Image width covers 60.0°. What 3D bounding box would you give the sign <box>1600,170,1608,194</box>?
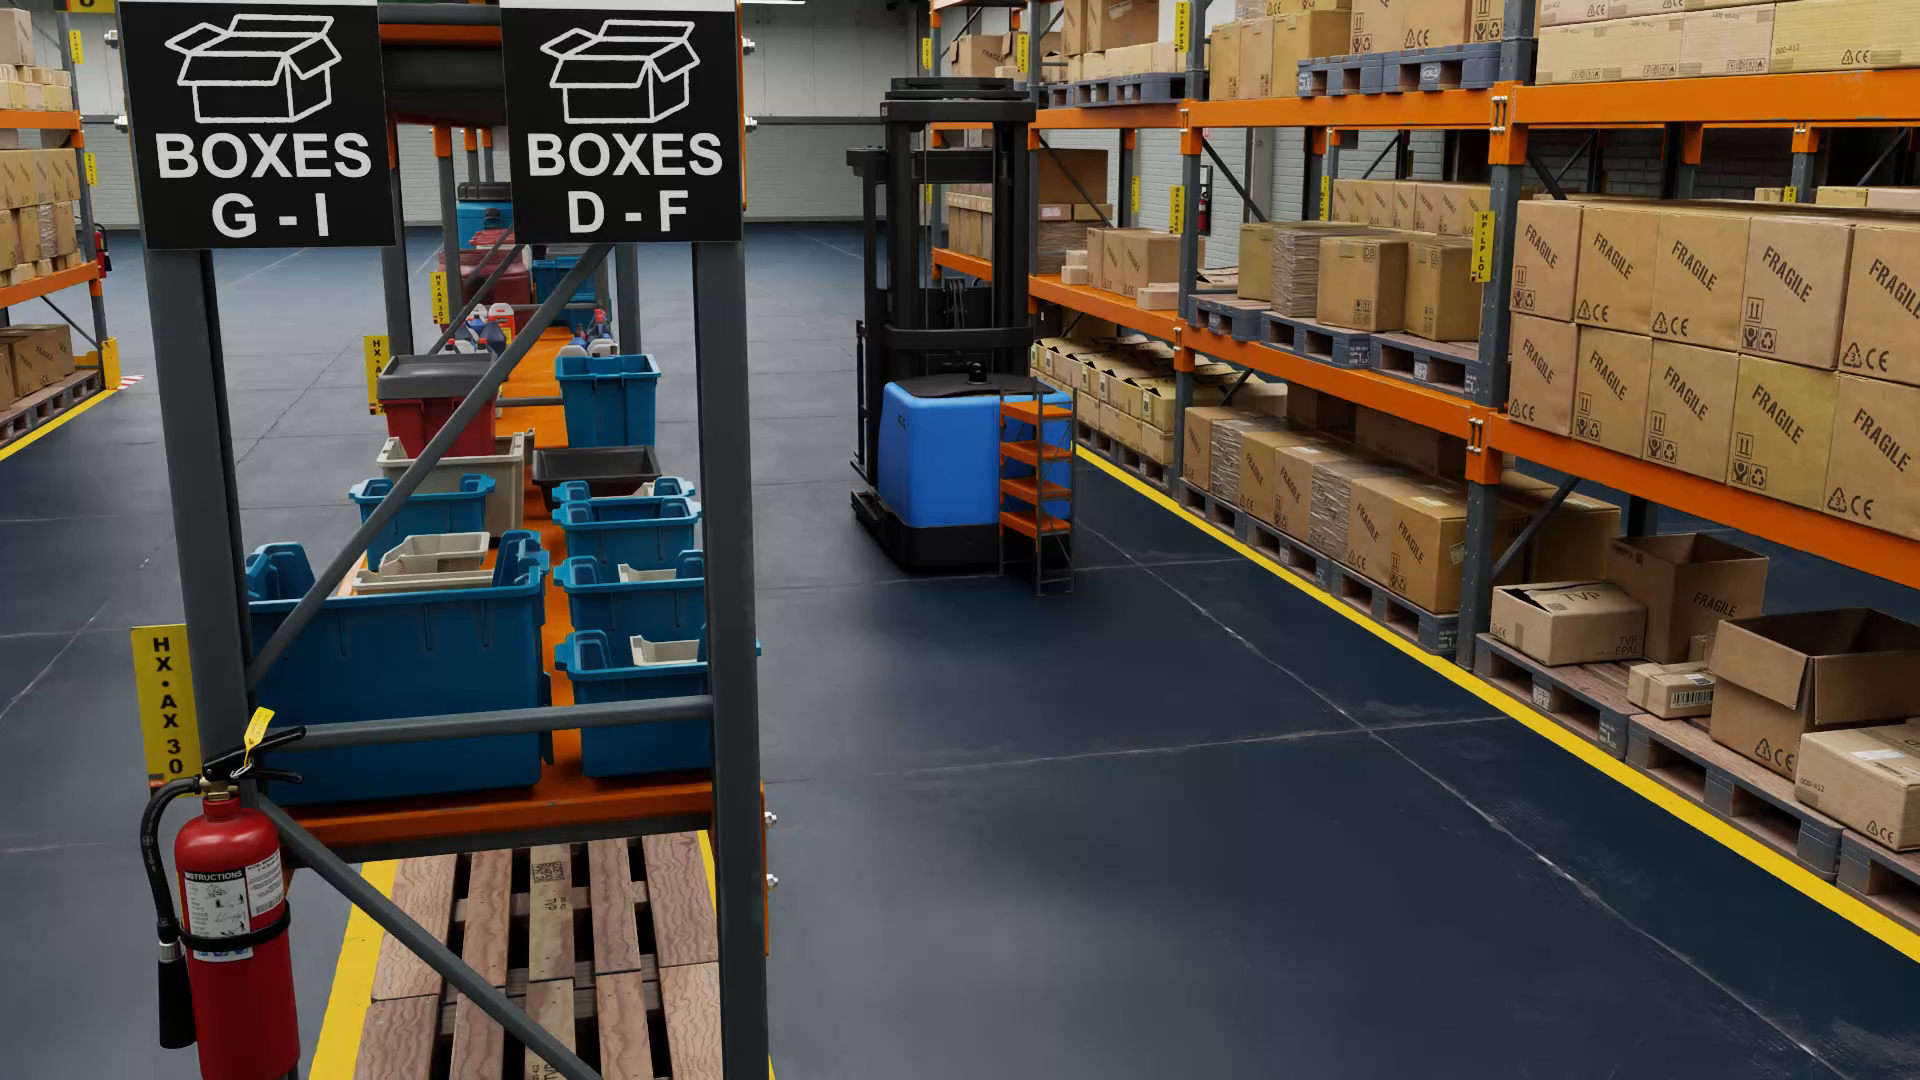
[{"bbox_3d":[6.462,-3.559,16.736,0.100,0.325,0.005,-3,14,-13],"label":"sign"}]

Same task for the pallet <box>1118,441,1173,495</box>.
[{"bbox_3d":[1.893,-0.603,12.950,1.003,0.211,1.213,-3,14,-13],"label":"pallet"}]

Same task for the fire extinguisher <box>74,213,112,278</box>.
[{"bbox_3d":[-9.040,-3.074,17.353,0.296,0.674,0.183,-3,14,-13],"label":"fire extinguisher"}]

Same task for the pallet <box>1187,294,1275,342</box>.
[{"bbox_3d":[2.275,-1.520,11.232,1.213,0.211,1.003,-3,14,-13],"label":"pallet"}]

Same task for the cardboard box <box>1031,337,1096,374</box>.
[{"bbox_3d":[0.964,-1.720,15.373,0.500,0.311,0.500,-3,14,-13],"label":"cardboard box"}]

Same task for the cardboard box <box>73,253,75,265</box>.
[{"bbox_3d":[-9.135,-2.826,16.702,0.380,0.149,0.250,-3,14,-13],"label":"cardboard box"}]

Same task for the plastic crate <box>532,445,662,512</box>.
[{"bbox_3d":[-1.304,-0.220,5.959,0.437,0.125,0.590,-3,14,-13],"label":"plastic crate"}]

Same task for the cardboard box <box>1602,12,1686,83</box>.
[{"bbox_3d":[2.975,-1.985,6.729,0.500,0.250,0.500,-3,14,-13],"label":"cardboard box"}]

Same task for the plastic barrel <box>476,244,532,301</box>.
[{"bbox_3d":[-3.316,-1.867,12.014,0.421,0.512,0.421,0,14,0],"label":"plastic barrel"}]

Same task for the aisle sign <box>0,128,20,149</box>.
[{"bbox_3d":[-9.767,-4.320,16.812,0.394,0.787,0.004,-3,14,-13],"label":"aisle sign"}]

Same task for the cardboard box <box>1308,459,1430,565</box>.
[{"bbox_3d":[2.368,-0.170,9.643,0.500,0.500,0.500,-3,14,-12],"label":"cardboard box"}]

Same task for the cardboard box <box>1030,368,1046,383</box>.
[{"bbox_3d":[0.963,-1.450,15.449,0.500,0.250,0.500,-4,14,-15],"label":"cardboard box"}]

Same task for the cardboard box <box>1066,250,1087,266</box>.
[{"bbox_3d":[1.267,-2.504,15.173,0.500,0.250,0.500,-2,14,-10],"label":"cardboard box"}]

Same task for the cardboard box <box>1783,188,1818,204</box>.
[{"bbox_3d":[6.752,-2.698,13.145,0.380,0.149,0.250,-5,15,-21],"label":"cardboard box"}]

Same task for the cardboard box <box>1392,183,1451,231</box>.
[{"bbox_3d":[5.158,-3.710,18.485,0.500,0.500,0.500,-3,14,-11],"label":"cardboard box"}]

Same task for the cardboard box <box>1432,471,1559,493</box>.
[{"bbox_3d":[2.975,-0.090,9.314,0.500,0.500,0.500,-3,14,-12],"label":"cardboard box"}]

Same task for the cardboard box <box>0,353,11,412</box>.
[{"bbox_3d":[-8.718,-1.353,14.526,0.500,0.500,0.500,1,14,5],"label":"cardboard box"}]

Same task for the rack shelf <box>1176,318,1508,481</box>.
[{"bbox_3d":[2.518,-0.955,10.030,1.077,0.370,4.000,-3,14,-13],"label":"rack shelf"}]

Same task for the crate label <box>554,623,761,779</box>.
[{"bbox_3d":[-0.627,0.332,3.473,0.416,0.233,0.303,-3,14,-13],"label":"crate label"}]

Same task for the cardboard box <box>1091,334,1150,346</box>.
[{"bbox_3d":[1.482,-1.752,15.503,0.500,0.311,0.500,-3,14,-13],"label":"cardboard box"}]

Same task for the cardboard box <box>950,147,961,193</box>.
[{"bbox_3d":[0.279,-4.169,18.728,0.700,0.500,0.500,-3,14,-13],"label":"cardboard box"}]

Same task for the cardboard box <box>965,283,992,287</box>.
[{"bbox_3d":[0.198,-2.592,18.546,0.500,0.500,0.500,-3,14,-13],"label":"cardboard box"}]

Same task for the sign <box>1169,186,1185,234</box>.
[{"bbox_3d":[1.509,-2.296,11.566,0.100,0.325,0.005,-3,14,-13],"label":"sign"}]

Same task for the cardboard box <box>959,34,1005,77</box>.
[{"bbox_3d":[0.294,-4.990,17.322,0.500,0.500,0.500,-3,14,-13],"label":"cardboard box"}]

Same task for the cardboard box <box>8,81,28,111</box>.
[{"bbox_3d":[-8.745,-3.997,14.965,0.500,0.250,0.500,-4,14,-14],"label":"cardboard box"}]

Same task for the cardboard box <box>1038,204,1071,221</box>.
[{"bbox_3d":[0.837,-3.103,15.729,0.380,0.149,0.250,-3,14,-13],"label":"cardboard box"}]

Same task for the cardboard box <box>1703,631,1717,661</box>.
[{"bbox_3d":[3.573,0.538,7.142,0.500,0.311,0.500,-3,14,-13],"label":"cardboard box"}]

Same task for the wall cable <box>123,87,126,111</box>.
[{"bbox_3d":[-21.851,-14.785,45.317,2.305,6.003,0.169,-3,14,-13],"label":"wall cable"}]

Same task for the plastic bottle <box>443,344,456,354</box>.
[{"bbox_3d":[-2.362,-0.737,7.729,0.144,0.351,0.185,-3,14,-13],"label":"plastic bottle"}]

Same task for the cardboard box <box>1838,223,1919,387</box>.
[{"bbox_3d":[3.309,-0.777,5.471,0.500,0.500,0.500,-3,14,-12],"label":"cardboard box"}]

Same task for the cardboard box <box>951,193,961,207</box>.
[{"bbox_3d":[0.117,-3.811,18.630,0.380,0.149,0.250,-4,14,-15],"label":"cardboard box"}]

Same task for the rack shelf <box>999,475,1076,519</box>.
[{"bbox_3d":[0.449,-0.256,9.731,0.258,0.148,0.480,-6,15,-24],"label":"rack shelf"}]

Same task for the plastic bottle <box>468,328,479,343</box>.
[{"bbox_3d":[-2.654,-0.992,8.929,0.152,0.276,0.135,-3,14,-13],"label":"plastic bottle"}]

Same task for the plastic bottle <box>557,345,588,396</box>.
[{"bbox_3d":[-1.932,-0.840,8.308,0.152,0.276,0.135,-3,14,-13],"label":"plastic bottle"}]

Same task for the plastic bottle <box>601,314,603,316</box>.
[{"bbox_3d":[-2.103,-1.187,9.739,0.097,0.271,0.097,0,14,0],"label":"plastic bottle"}]

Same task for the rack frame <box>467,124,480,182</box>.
[{"bbox_3d":[-3.707,-2.413,14.484,1.000,3.000,0.127,-3,14,-13],"label":"rack frame"}]

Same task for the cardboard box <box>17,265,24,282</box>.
[{"bbox_3d":[-8.597,-2.368,14.830,0.380,0.149,0.250,-3,14,-13],"label":"cardboard box"}]

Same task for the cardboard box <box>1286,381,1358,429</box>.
[{"bbox_3d":[2.513,-0.914,11.107,0.500,0.250,0.500,-3,14,-11],"label":"cardboard box"}]

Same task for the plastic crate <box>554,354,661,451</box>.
[{"bbox_3d":[-1.387,-0.500,6.561,0.392,0.384,0.575,-3,14,-13],"label":"plastic crate"}]

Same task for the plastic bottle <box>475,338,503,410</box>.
[{"bbox_3d":[-2.265,-0.788,7.936,0.144,0.351,0.185,-3,14,-13],"label":"plastic bottle"}]

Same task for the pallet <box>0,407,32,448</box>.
[{"bbox_3d":[-8.714,-0.935,14.311,1.003,0.211,1.213,-3,14,-13],"label":"pallet"}]

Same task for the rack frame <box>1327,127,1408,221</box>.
[{"bbox_3d":[4.983,-3.888,20.521,1.000,3.000,0.127,-3,14,-13],"label":"rack frame"}]

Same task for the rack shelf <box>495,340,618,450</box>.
[{"bbox_3d":[-2.298,-0.679,8.903,1.077,0.370,4.000,-3,14,-13],"label":"rack shelf"}]

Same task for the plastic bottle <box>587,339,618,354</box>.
[{"bbox_3d":[-1.839,-0.902,8.562,0.152,0.276,0.135,-3,14,-13],"label":"plastic bottle"}]

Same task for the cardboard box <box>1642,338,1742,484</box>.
[{"bbox_3d":[3.081,-0.525,6.545,0.500,0.500,0.500,-3,14,-13],"label":"cardboard box"}]

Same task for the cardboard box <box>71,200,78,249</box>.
[{"bbox_3d":[-9.358,-3.124,16.558,0.875,0.500,0.500,-3,14,-13],"label":"cardboard box"}]

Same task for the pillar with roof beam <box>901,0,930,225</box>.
[{"bbox_3d":[-5.242,-13.370,46.691,9.100,9.000,0.548,-3,14,-13],"label":"pillar with roof beam"}]

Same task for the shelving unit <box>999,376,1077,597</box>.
[{"bbox_3d":[0.449,-0.322,9.715,0.258,1.200,0.503,-6,15,-24],"label":"shelving unit"}]

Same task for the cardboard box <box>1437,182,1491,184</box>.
[{"bbox_3d":[5.653,-3.740,18.610,0.500,0.500,0.500,-3,14,-12],"label":"cardboard box"}]

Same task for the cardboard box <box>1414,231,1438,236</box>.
[{"bbox_3d":[5.275,-3.225,18.081,0.500,0.250,0.500,-3,14,-13],"label":"cardboard box"}]

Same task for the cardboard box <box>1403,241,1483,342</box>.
[{"bbox_3d":[2.871,-1.372,9.128,0.700,0.500,0.500,-1,14,-4],"label":"cardboard box"}]

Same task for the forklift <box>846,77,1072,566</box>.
[{"bbox_3d":[-0.143,-1.569,11.175,1.130,2.935,3.031,-3,14,-13],"label":"forklift"}]

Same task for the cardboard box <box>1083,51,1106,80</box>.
[{"bbox_3d":[1.376,-4.007,14.120,0.500,0.250,0.500,-5,15,-19],"label":"cardboard box"}]

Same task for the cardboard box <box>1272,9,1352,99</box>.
[{"bbox_3d":[2.425,-2.935,10.088,0.910,0.500,0.500,-3,14,-13],"label":"cardboard box"}]

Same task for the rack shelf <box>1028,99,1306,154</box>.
[{"bbox_3d":[1.578,-3.335,13.451,1.077,0.370,4.000,-3,14,-13],"label":"rack shelf"}]

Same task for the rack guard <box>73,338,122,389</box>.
[{"bbox_3d":[-9.443,-1.828,17.356,1.175,0.500,0.348,-3,14,-13],"label":"rack guard"}]

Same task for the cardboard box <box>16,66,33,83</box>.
[{"bbox_3d":[-8.794,-4.290,15.324,0.380,0.149,0.250,-4,14,-16],"label":"cardboard box"}]
